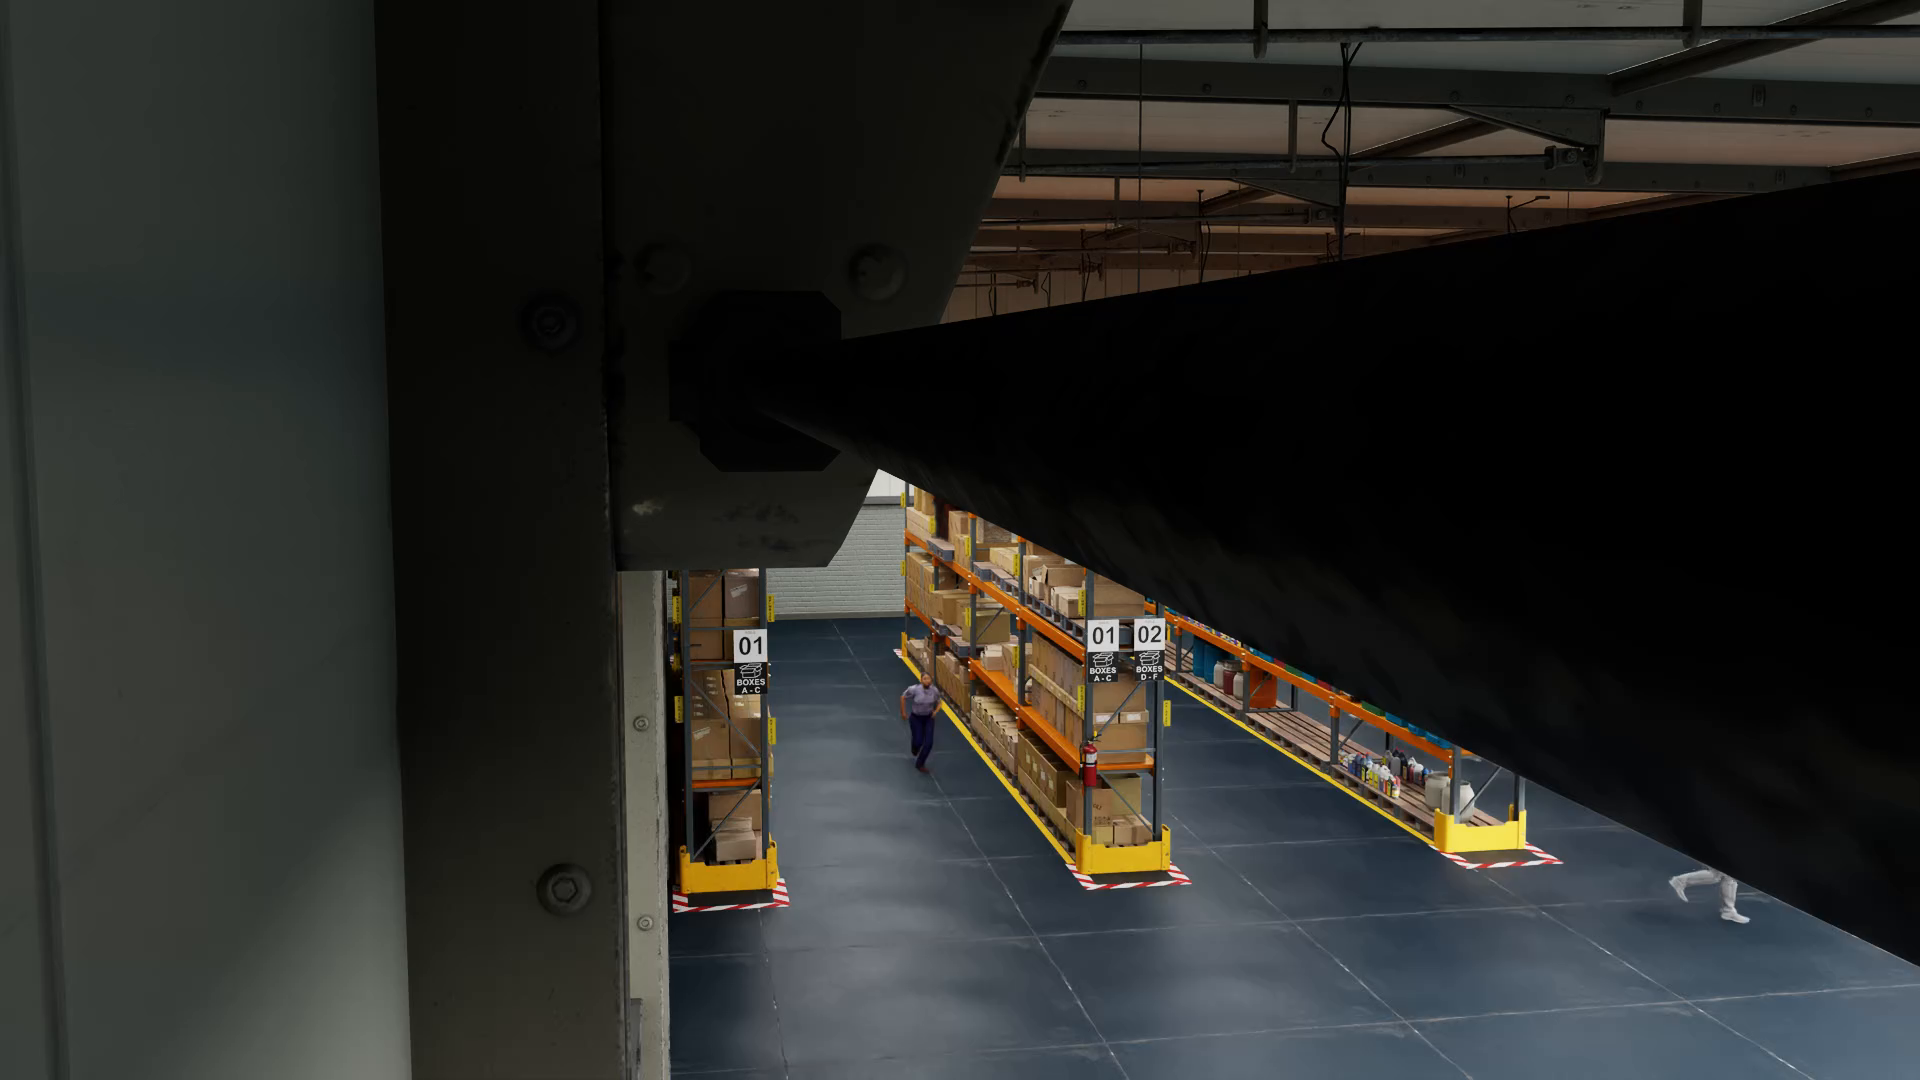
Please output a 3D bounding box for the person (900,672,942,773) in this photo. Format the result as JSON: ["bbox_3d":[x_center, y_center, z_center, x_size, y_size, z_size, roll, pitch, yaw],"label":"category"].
[{"bbox_3d":[-0.597,2.852,26.131,0.644,1.605,0.646,-2,6,-16],"label":"person"}]

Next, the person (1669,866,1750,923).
[{"bbox_3d":[8.633,3.494,19.091,0.872,1.761,0.700,2,6,18],"label":"person"}]

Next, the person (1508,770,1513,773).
[{"bbox_3d":[8.549,2.773,26.382,0.587,1.664,0.990,-2,6,-23],"label":"person"}]
